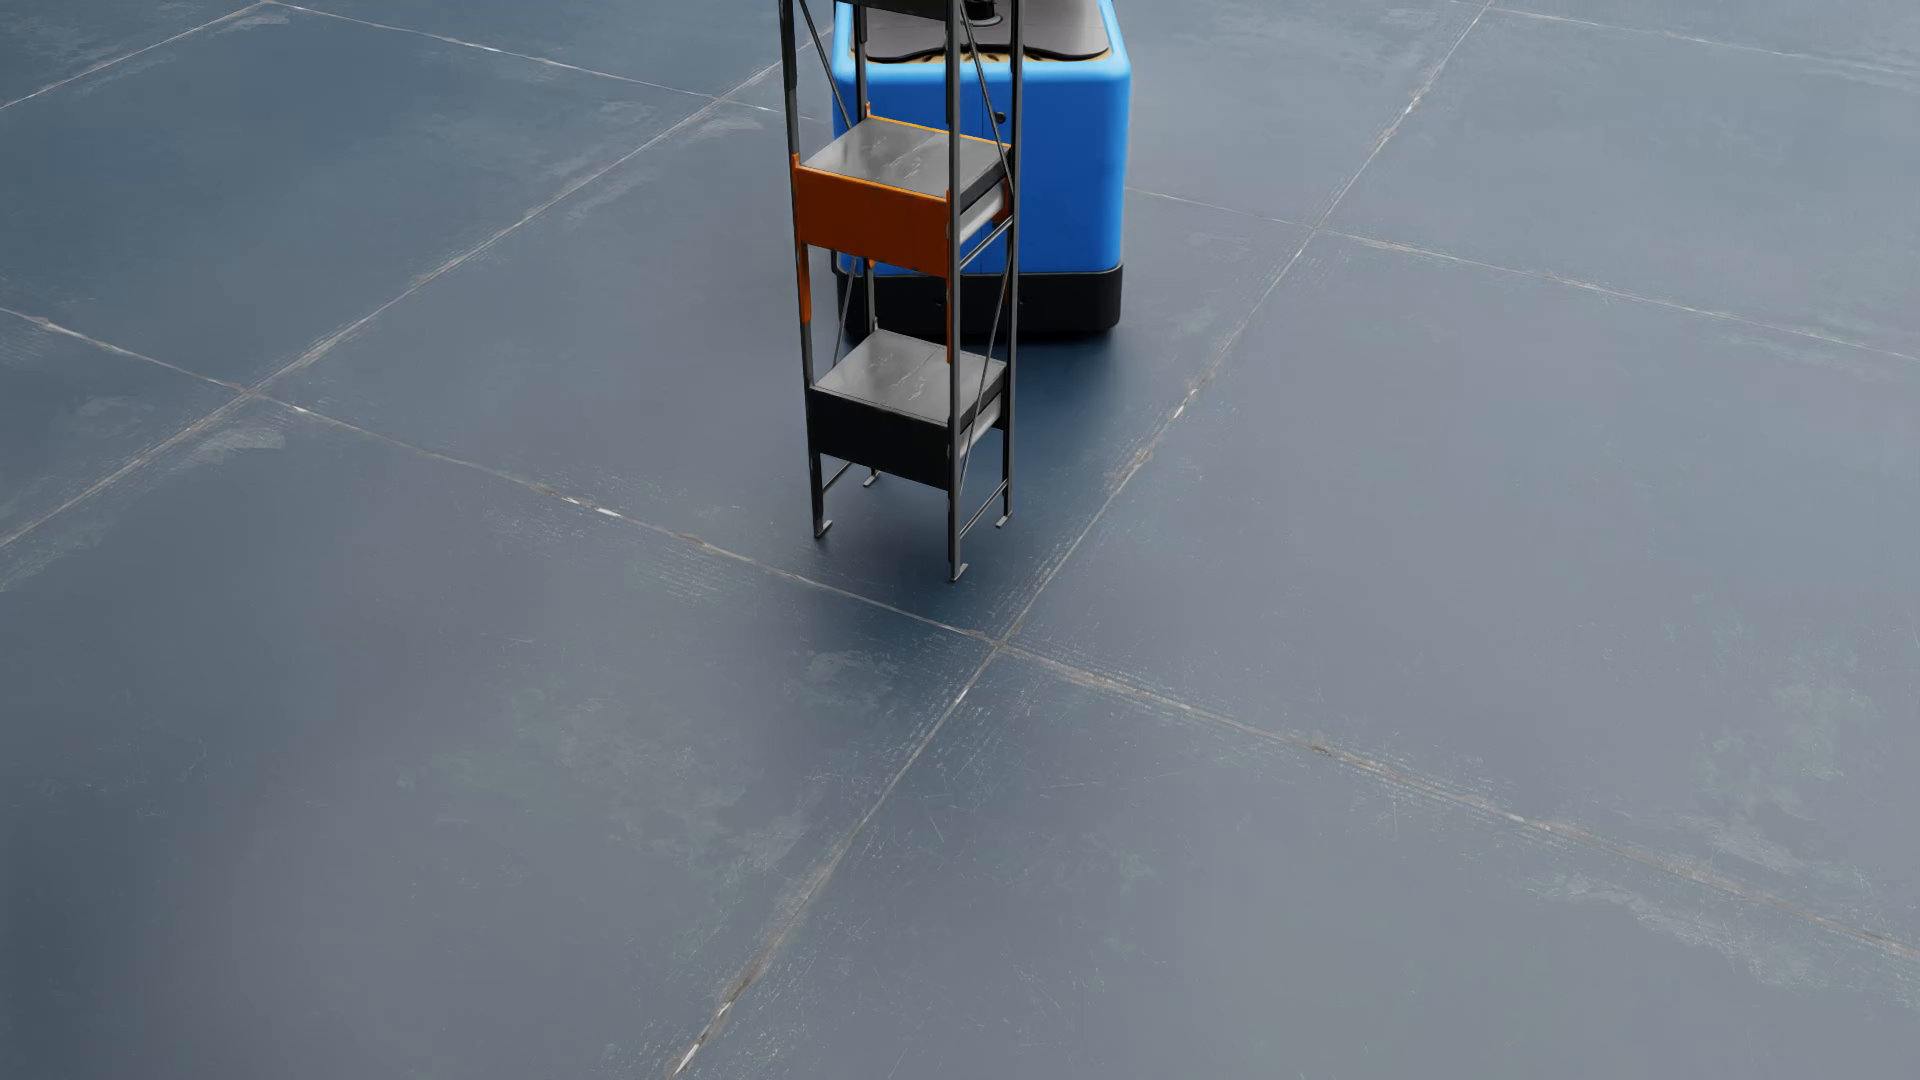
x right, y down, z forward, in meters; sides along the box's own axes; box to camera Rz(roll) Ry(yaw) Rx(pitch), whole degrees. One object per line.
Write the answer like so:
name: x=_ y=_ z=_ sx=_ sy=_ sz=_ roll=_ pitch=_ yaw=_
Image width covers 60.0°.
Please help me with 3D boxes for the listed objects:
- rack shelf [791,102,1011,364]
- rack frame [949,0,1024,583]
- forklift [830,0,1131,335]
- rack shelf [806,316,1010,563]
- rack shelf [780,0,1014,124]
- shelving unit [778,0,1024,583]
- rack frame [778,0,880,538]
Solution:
rack shelf: x=-0.147 y=-0.872 z=4.684 sx=0.480 sy=0.518 sz=0.431 roll=17 pitch=41 yaw=21
rack frame: x=0.070 y=-0.815 z=4.586 sx=0.015 sy=2.100 sz=0.400 roll=17 pitch=41 yaw=21
forklift: x=0.027 y=-2.788 z=6.499 sx=1.130 sy=2.935 sz=3.031 roll=-1 pitch=37 yaw=-2
rack shelf: x=-0.147 y=-0.314 z=5.107 sx=0.480 sy=0.518 sz=0.431 roll=17 pitch=41 yaw=21
rack shelf: x=-0.147 y=-1.429 z=4.261 sx=0.480 sy=0.518 sz=0.431 roll=17 pitch=41 yaw=21
shelving unit: x=-0.147 y=-0.882 z=4.676 sx=0.503 sy=2.100 sz=0.431 roll=17 pitch=41 yaw=21
rack frame: x=-0.364 y=-0.950 z=4.765 sx=0.015 sy=2.100 sz=0.400 roll=17 pitch=41 yaw=21
